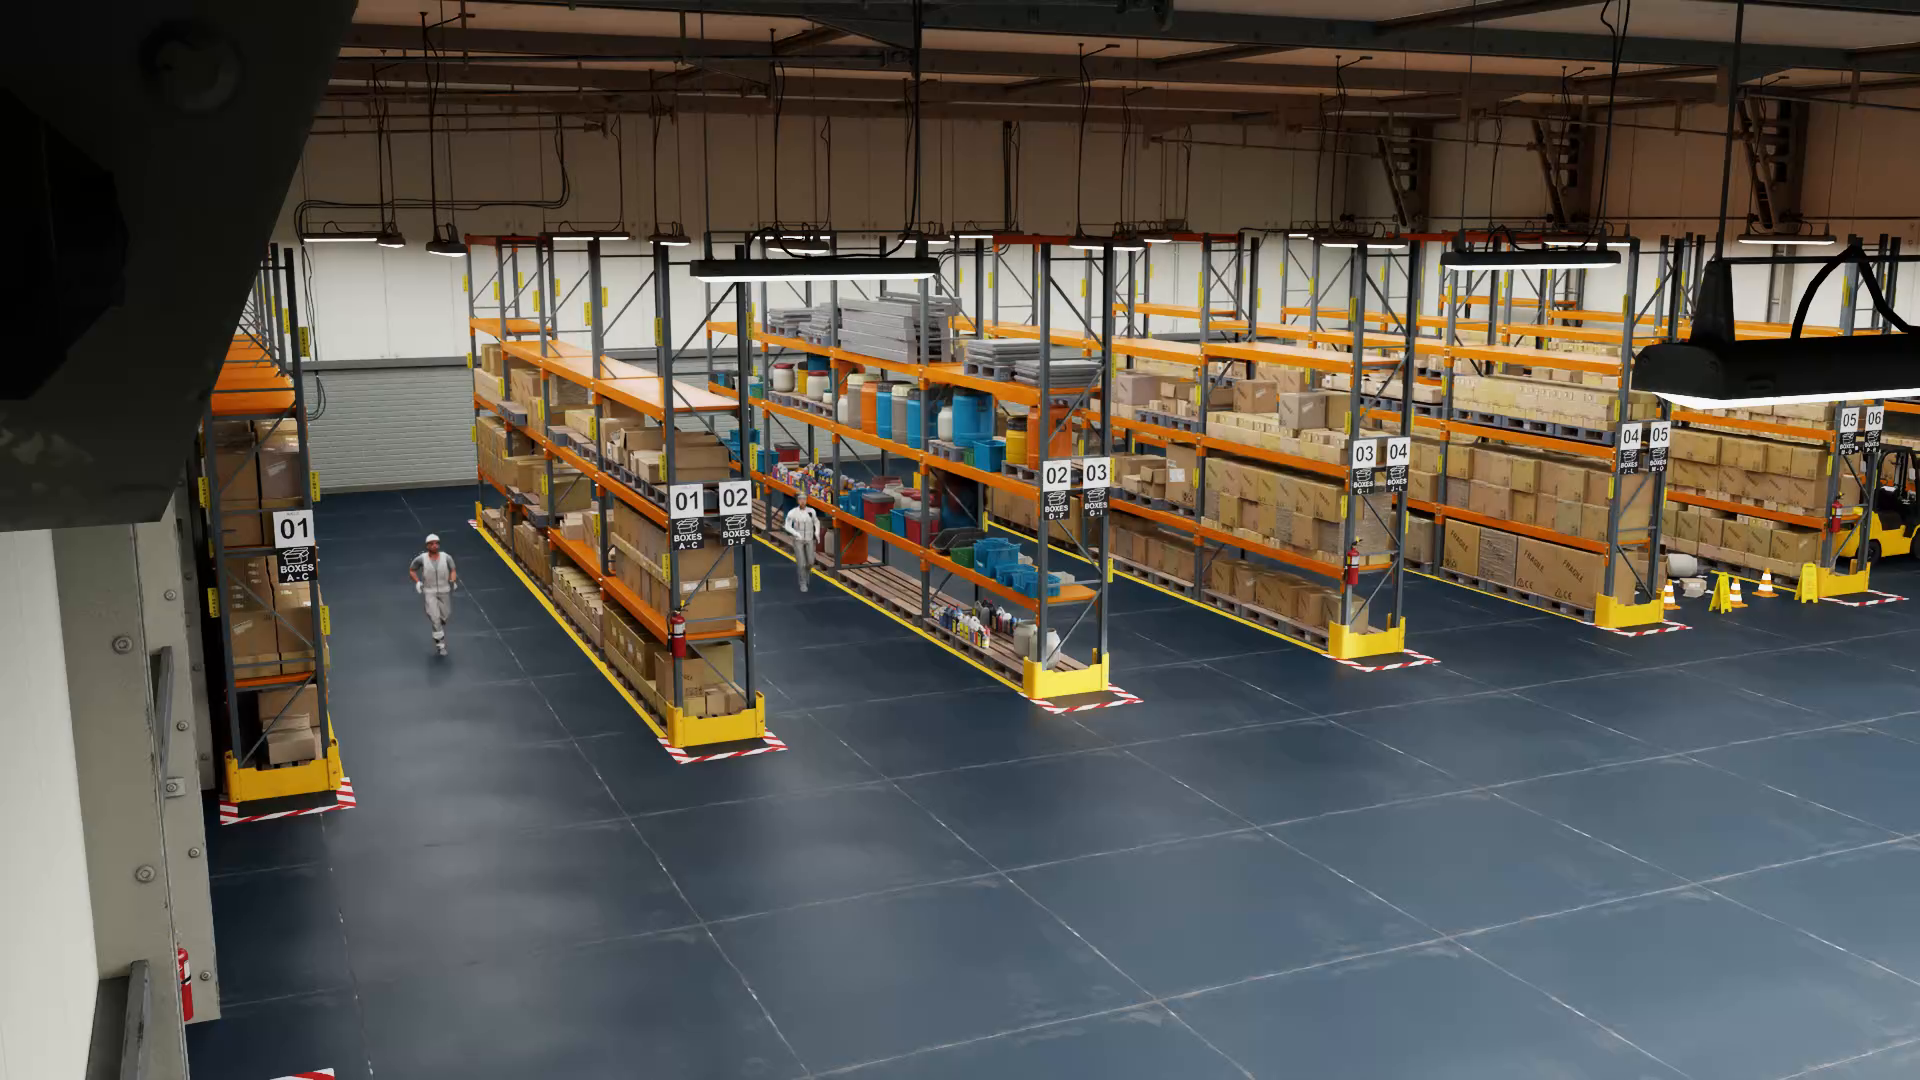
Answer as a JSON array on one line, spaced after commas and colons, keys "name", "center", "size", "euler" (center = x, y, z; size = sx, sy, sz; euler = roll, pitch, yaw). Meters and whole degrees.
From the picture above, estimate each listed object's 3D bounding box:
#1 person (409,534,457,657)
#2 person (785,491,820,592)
[{"name": "person", "center": [-7.739, 0.785, 24.503], "size": [0.656, 1.774, 0.845], "euler": [-6, 12, -28]}, {"name": "person", "center": [-2.549, 0.021, 27.182], "size": [0.612, 1.670, 0.498], "euler": [-3, 12, -17]}]
